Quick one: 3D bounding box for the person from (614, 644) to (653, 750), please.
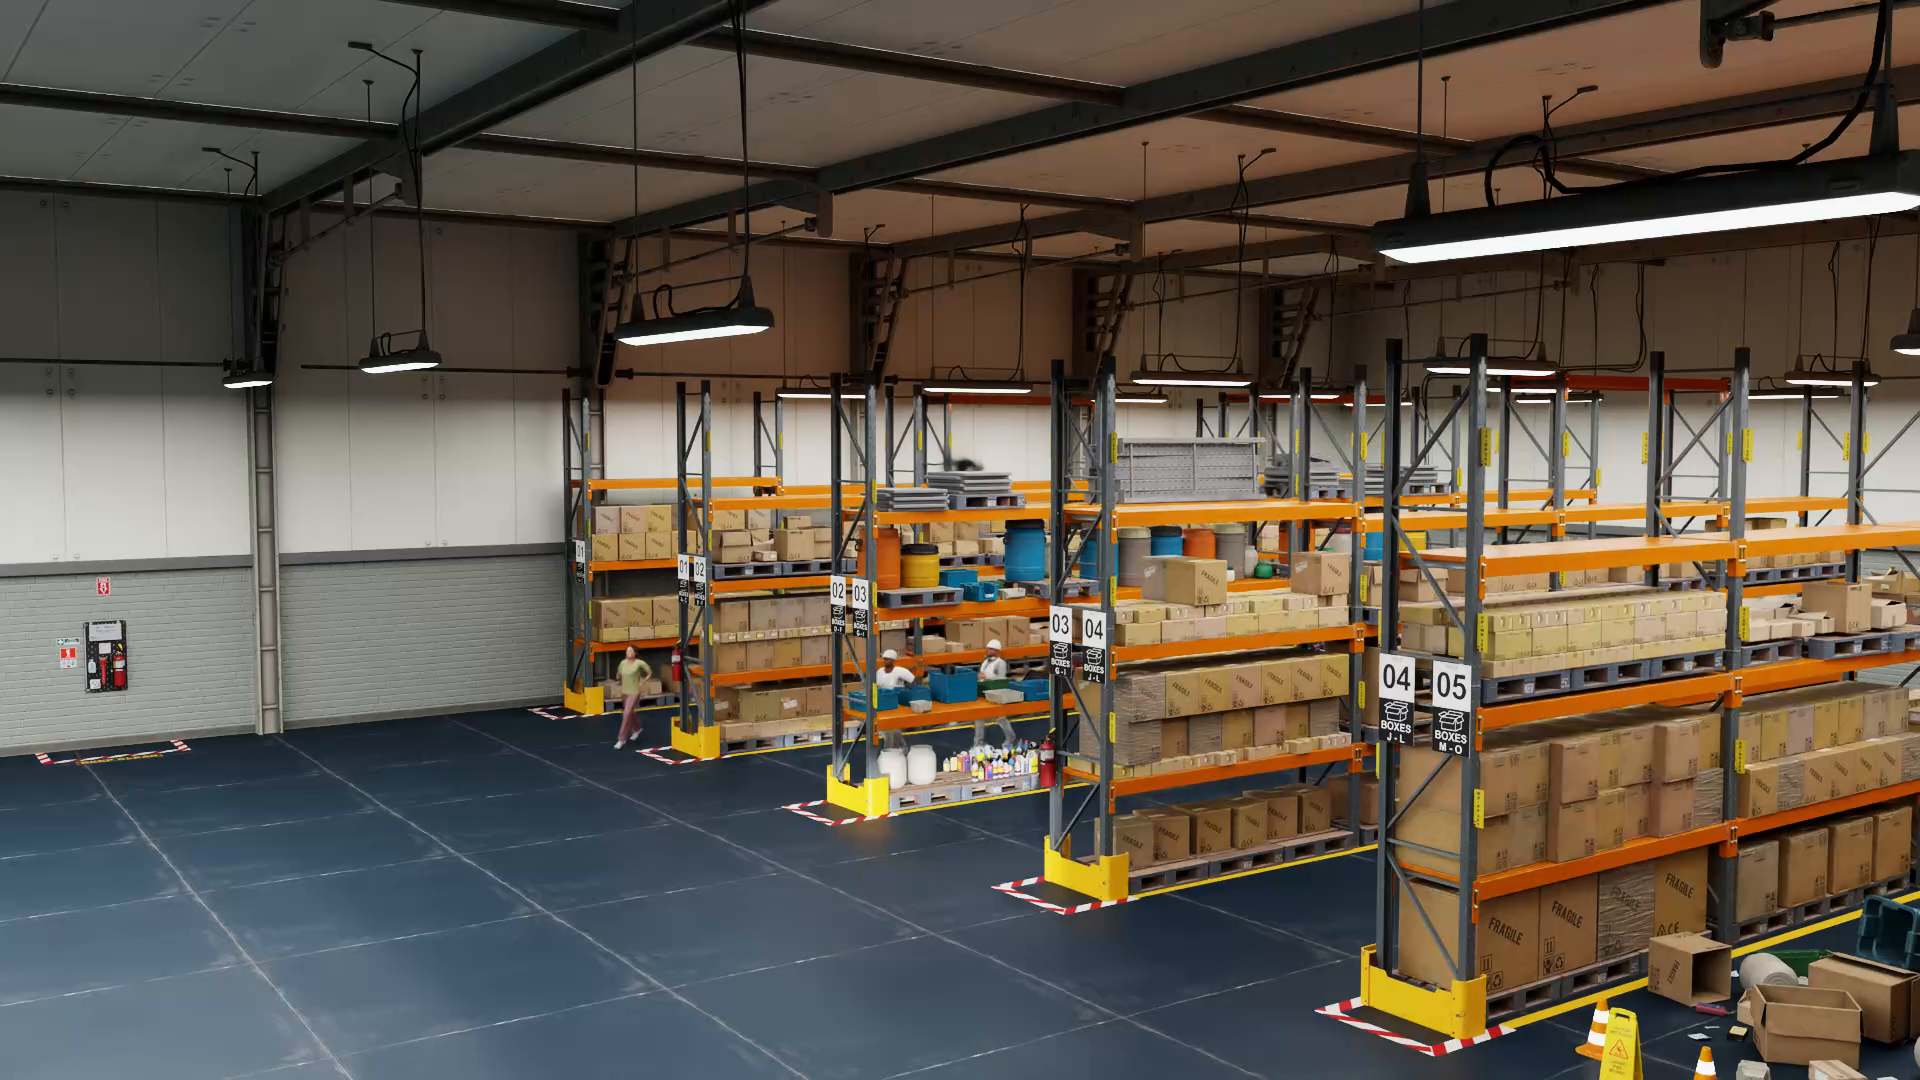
[{"bbox_3d":[-5.415,2.567,27.500,0.585,1.693,0.859,2,4,25],"label":"person"}]

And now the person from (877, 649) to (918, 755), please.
[{"bbox_3d":[-1.065,2.597,25.630,0.810,1.841,0.689,-4,5,-45],"label":"person"}]

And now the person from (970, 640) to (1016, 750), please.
[{"bbox_3d":[0.527,2.510,26.792,0.836,1.817,0.635,-3,5,-42],"label":"person"}]

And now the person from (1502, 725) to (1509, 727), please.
[{"bbox_3d":[6.600,3.055,19.822,0.743,1.754,0.584,-3,5,-38],"label":"person"}]
